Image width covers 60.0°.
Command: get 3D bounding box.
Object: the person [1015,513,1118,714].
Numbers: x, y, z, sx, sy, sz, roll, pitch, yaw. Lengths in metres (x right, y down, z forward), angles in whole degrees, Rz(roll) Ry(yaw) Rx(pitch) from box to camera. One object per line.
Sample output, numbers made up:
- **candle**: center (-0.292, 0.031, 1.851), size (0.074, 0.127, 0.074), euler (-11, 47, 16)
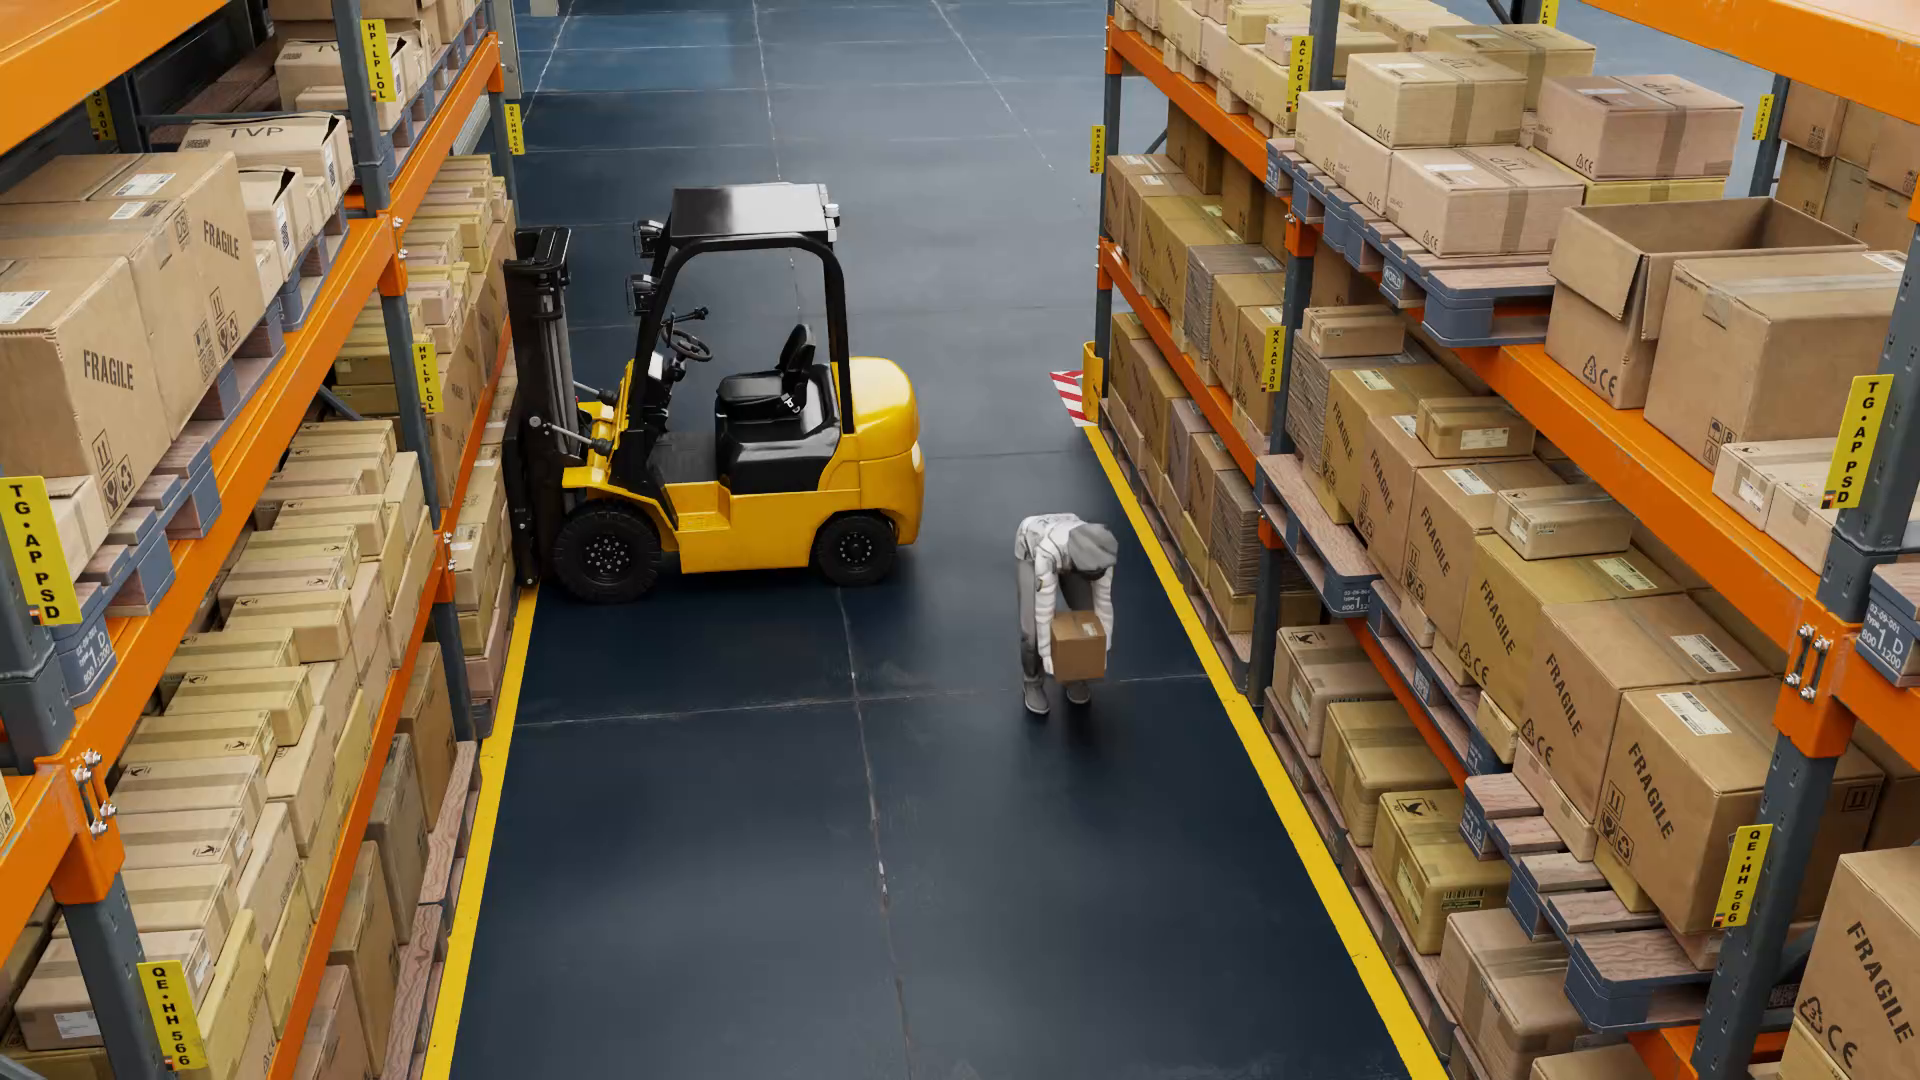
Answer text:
- **person**: center (0.543, 0.358, 8.390), size (0.410, 1.240, 0.897), euler (-7, 28, -13)
